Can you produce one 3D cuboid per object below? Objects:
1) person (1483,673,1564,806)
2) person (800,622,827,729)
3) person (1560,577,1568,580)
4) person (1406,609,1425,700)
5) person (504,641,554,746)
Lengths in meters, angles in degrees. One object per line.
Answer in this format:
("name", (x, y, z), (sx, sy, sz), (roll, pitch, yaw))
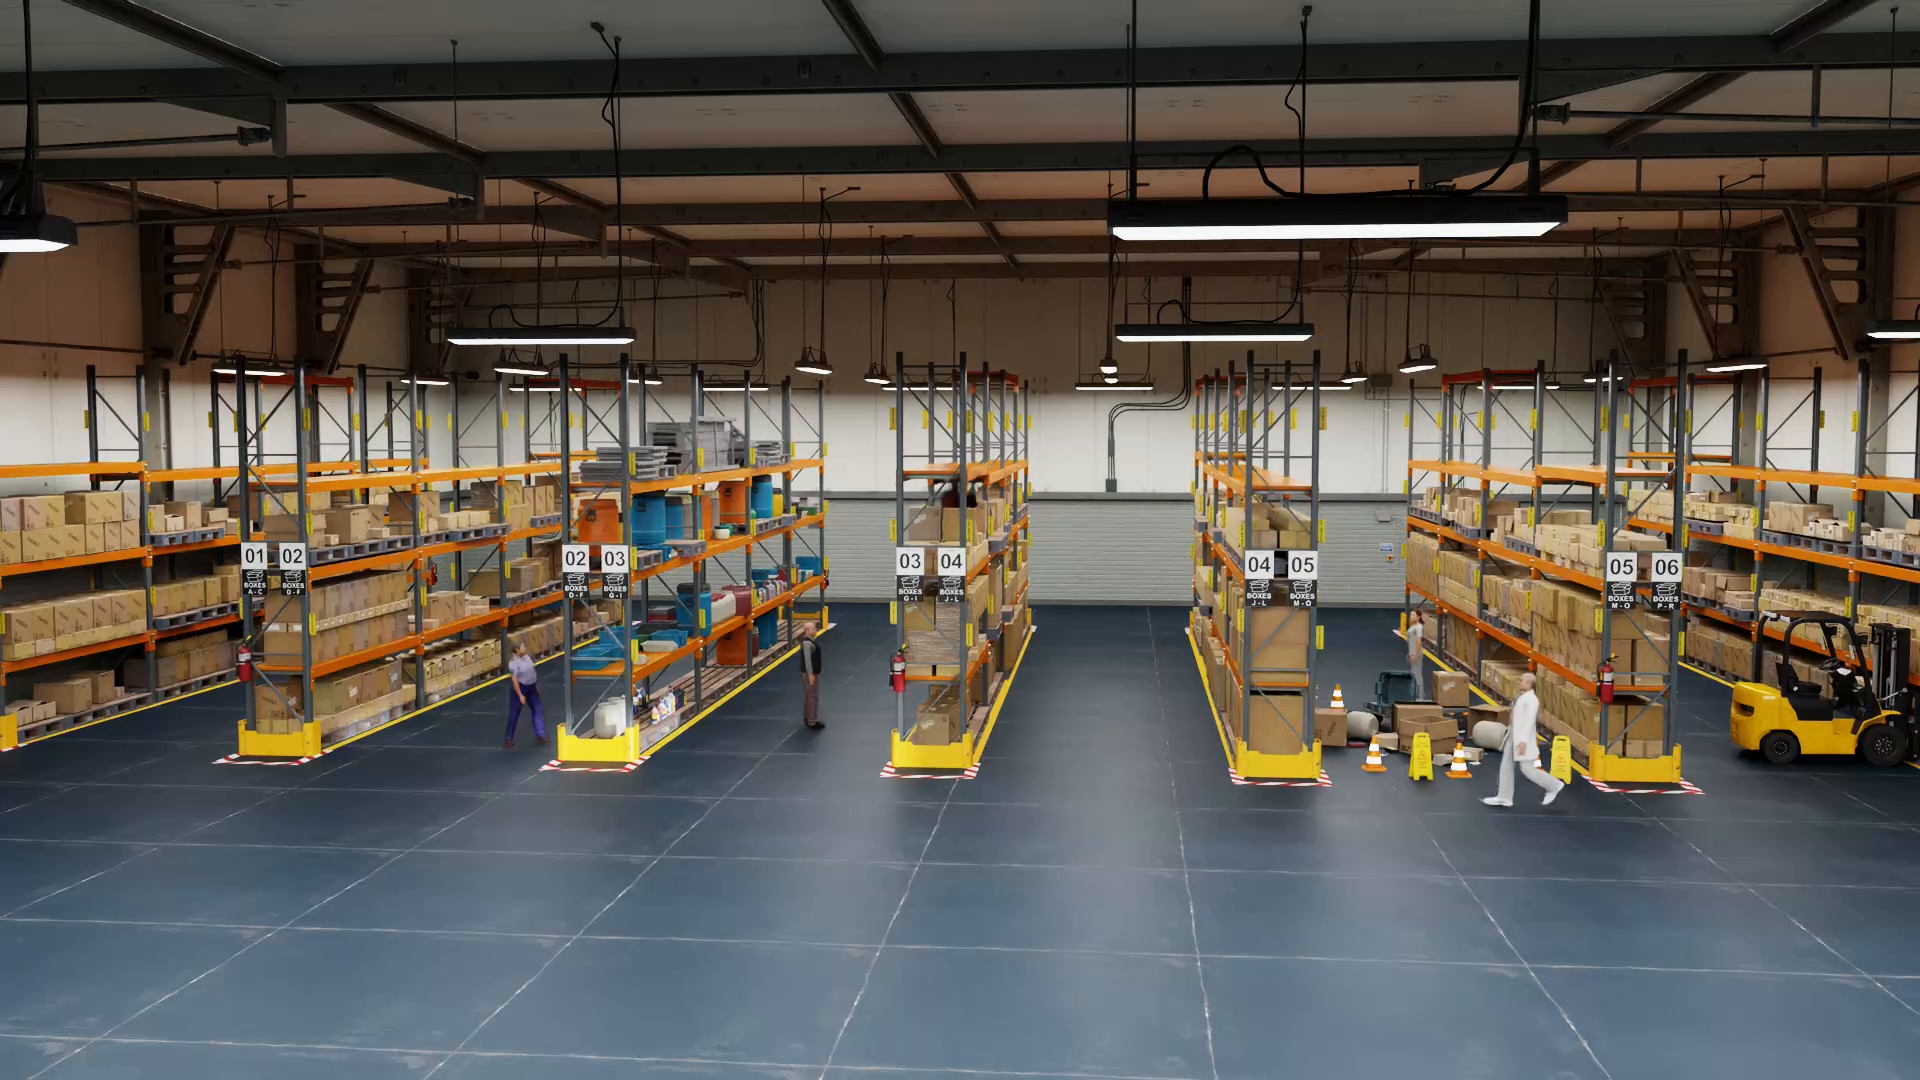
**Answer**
("person", (7.340, 2.593, 21.574), (0.952, 1.754, 0.561), (-1, 4, -11))
("person", (-2.386, 2.203, 27.139), (0.407, 1.721, 0.599), (0, 4, -4))
("person", (12.569, 1.640, 34.892), (0.633, 1.777, 0.588), (1, 4, 12))
("person", (8.110, 2.063, 29.631), (0.337, 1.669, 0.503), (1, 4, 12))
("person", (-6.709, 2.380, 25.718), (0.581, 1.650, 0.654), (3, 5, 33))
